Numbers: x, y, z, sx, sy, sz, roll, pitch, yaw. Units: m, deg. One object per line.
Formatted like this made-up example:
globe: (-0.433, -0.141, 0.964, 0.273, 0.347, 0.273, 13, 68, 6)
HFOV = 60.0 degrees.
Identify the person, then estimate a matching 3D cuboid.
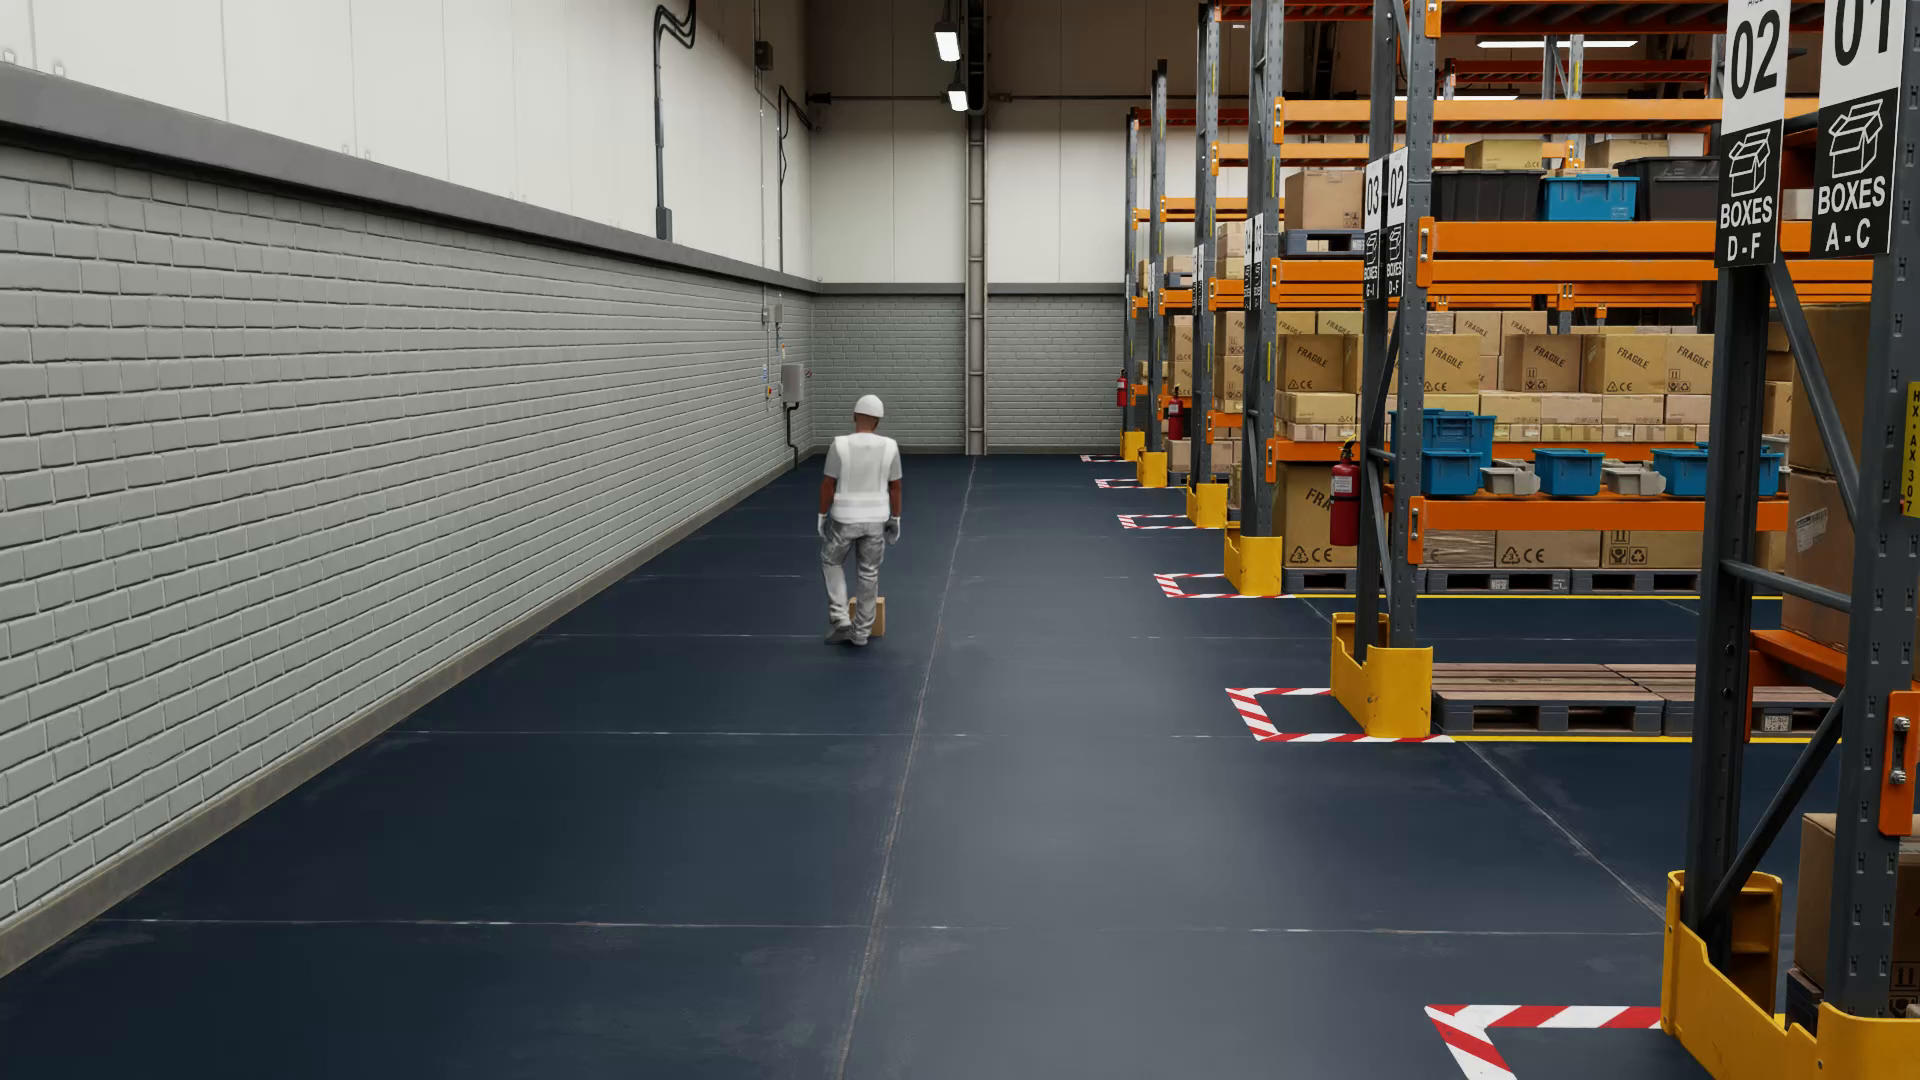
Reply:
person: (-0.720, -0.139, 11.759, 0.595, 1.783, 0.460, -2, 7, -17)
